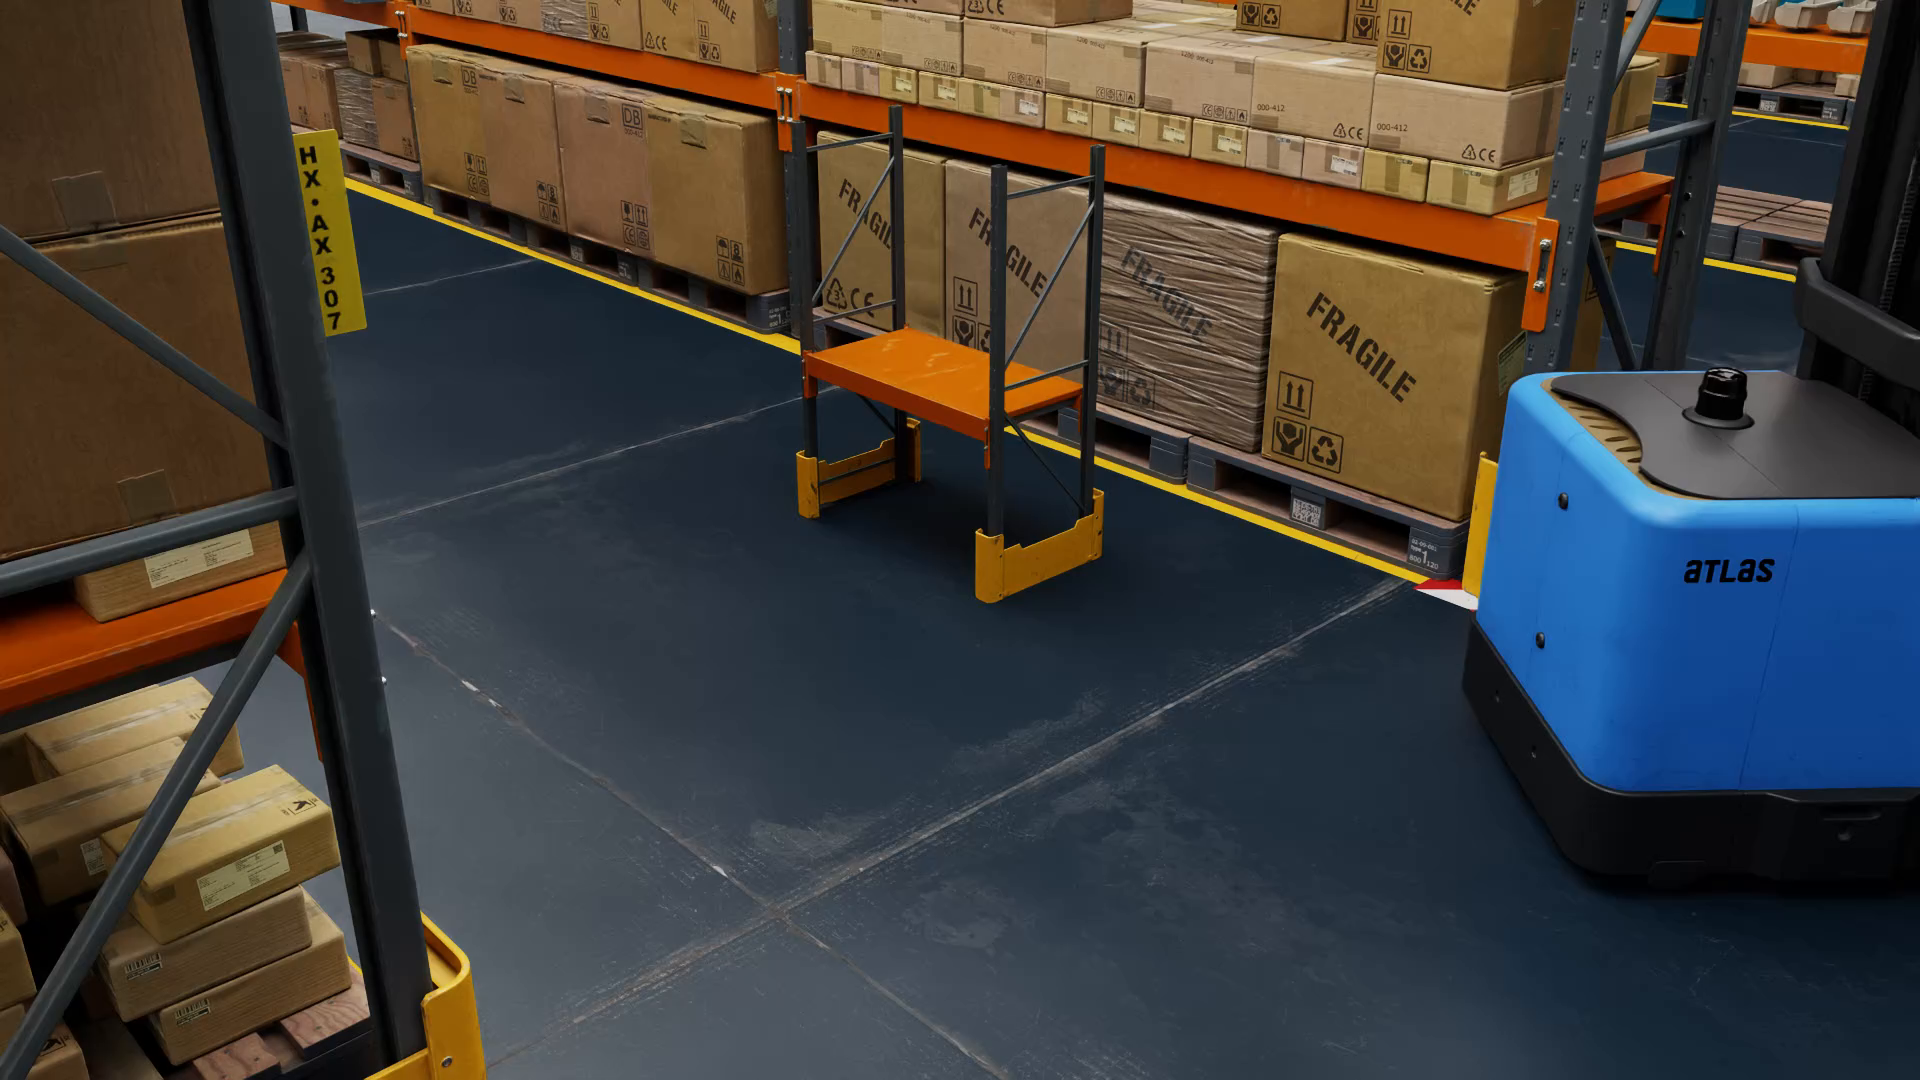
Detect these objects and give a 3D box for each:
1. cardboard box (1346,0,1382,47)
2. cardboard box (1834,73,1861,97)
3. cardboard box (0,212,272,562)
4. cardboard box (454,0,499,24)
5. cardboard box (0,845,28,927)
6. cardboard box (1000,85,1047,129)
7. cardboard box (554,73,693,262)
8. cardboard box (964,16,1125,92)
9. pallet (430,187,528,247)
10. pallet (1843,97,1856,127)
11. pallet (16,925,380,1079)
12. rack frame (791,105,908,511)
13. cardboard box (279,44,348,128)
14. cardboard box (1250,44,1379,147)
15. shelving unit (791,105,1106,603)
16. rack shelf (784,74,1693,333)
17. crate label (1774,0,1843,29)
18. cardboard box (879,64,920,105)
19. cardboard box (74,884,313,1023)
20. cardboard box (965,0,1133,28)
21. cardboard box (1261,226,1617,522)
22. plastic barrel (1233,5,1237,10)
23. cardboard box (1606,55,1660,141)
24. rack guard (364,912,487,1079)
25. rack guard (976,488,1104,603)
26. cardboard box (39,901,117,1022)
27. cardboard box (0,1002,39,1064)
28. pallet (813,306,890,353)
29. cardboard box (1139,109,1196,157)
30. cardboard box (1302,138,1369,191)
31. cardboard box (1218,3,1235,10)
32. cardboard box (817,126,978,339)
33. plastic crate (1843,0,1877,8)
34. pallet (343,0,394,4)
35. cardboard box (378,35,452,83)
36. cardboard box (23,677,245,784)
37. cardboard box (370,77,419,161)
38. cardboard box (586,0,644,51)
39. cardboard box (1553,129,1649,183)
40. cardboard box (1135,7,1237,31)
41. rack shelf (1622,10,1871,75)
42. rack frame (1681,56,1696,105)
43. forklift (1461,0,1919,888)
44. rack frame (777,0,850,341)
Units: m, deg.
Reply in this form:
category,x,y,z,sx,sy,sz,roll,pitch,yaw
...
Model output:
category,x,y,z,sx,sy,sz,roll,pitch,yaw
cardboard box,1.801,-2.096,6.150,0.500,0.500,0.500,-22,33,-40
cardboard box,7.501,-3.799,13.846,0.380,0.166,0.250,-21,32,-38
cardboard box,-1.521,-0.333,2.887,0.500,0.500,0.500,-19,31,-36
cardboard box,-2.706,-3.404,9.976,0.500,0.500,0.500,-22,33,-40
cardboard box,-2.093,0.716,3.278,0.380,0.149,0.250,-20,32,-37
cardboard box,0.385,-1.835,6.962,0.380,0.149,0.250,-21,32,-38
cardboard box,-1.524,-2.209,9.533,0.875,0.875,1.225,22,33,40
cardboard box,0.364,-2.069,6.994,0.500,0.250,0.500,-20,31,-37
pallet,-2.710,-2.209,10.838,1.003,0.211,1.213,-21,32,-38
pallet,8.080,-3.488,13.643,1.003,0.211,1.213,-21,32,-38
pallet,-1.997,1.052,3.691,1.003,0.211,1.213,-21,32,-38
rack frame,-0.406,-0.862,6.333,0.500,1.500,0.032,-21,32,-38
cardboard box,-4.829,-3.502,12.793,0.500,0.500,0.700,20,32,37
cardboard box,1.403,-1.607,5.981,0.500,0.250,0.500,-22,32,-39
shelving unit,-0.052,-0.705,5.989,0.587,1.500,1.083,-21,32,-38
rack shelf,0.907,-1.593,6.995,1.077,0.370,4.000,-21,32,-38
crate label,4.804,-2.992,9.440,0.396,0.136,0.243,-21,32,-38
cardboard box,-0.141,-2.069,7.473,0.380,0.149,0.250,-20,31,-37
cardboard box,-1.587,0.801,3.450,0.380,0.149,0.250,-20,31,-36
cardboard box,0.370,-2.409,6.836,0.500,0.500,0.500,-22,33,-40
cardboard box,1.778,-0.710,6.246,0.875,0.875,0.875,-21,32,-38
plastic barrel,2.312,-3.552,12.444,0.600,0.901,0.708,-21,32,-38
cardboard box,2.143,-1.603,5.973,0.500,0.250,0.500,-22,33,-40
rack guard,-1.468,1.176,3.069,1.175,0.500,0.348,-21,32,-38
rack guard,0.288,0.014,5.918,0.587,0.250,0.087,-21,32,-38
cardboard box,-1.779,0.862,3.674,0.380,0.149,0.250,-21,32,-39
cardboard box,-1.985,0.954,3.116,0.380,0.149,0.250,-22,33,-40
pallet,0.002,-1.005,8.199,1.003,0.211,1.213,-21,32,-38
cardboard box,0.913,-1.602,6.450,0.380,0.149,0.250,-21,32,-38
cardboard box,1.439,-1.370,5.941,0.380,0.149,0.250,-21,32,-38
cardboard box,3.147,-5.733,18.009,0.500,0.250,0.500,-22,32,-39
cardboard box,-0.068,-1.528,8.039,0.875,0.875,0.875,-21,32,-38
plastic crate,5.338,-3.121,9.723,0.250,0.136,0.298,-21,32,-38
pallet,-3.759,-3.837,11.277,1.213,0.211,1.003,-21,32,-38
cardboard box,-3.674,-3.337,11.528,0.500,0.250,0.500,-20,31,-36
cardboard box,-1.881,0.480,3.795,0.380,0.149,0.250,-21,32,-39
cardboard box,-3.667,-2.998,11.690,0.500,0.500,0.700,22,32,39
cardboard box,-1.675,-2.944,8.969,0.500,0.500,0.500,-22,32,-39
cardboard box,2.272,-1.401,6.010,0.380,0.149,0.250,-21,32,-38
cardboard box,1.081,-2.069,6.993,0.500,0.250,0.500,-22,32,-39
rack shelf,4.522,-2.998,10.075,1.077,0.370,4.000,-21,32,-38
rack frame,6.773,-5.335,14.331,1.000,3.000,0.127,-21,32,-38
forklift,3.060,-0.655,4.155,3.031,2.935,1.130,-1,25,-2
rack frame,-0.460,-2.526,8.174,1.000,3.000,0.127,-21,32,-38
